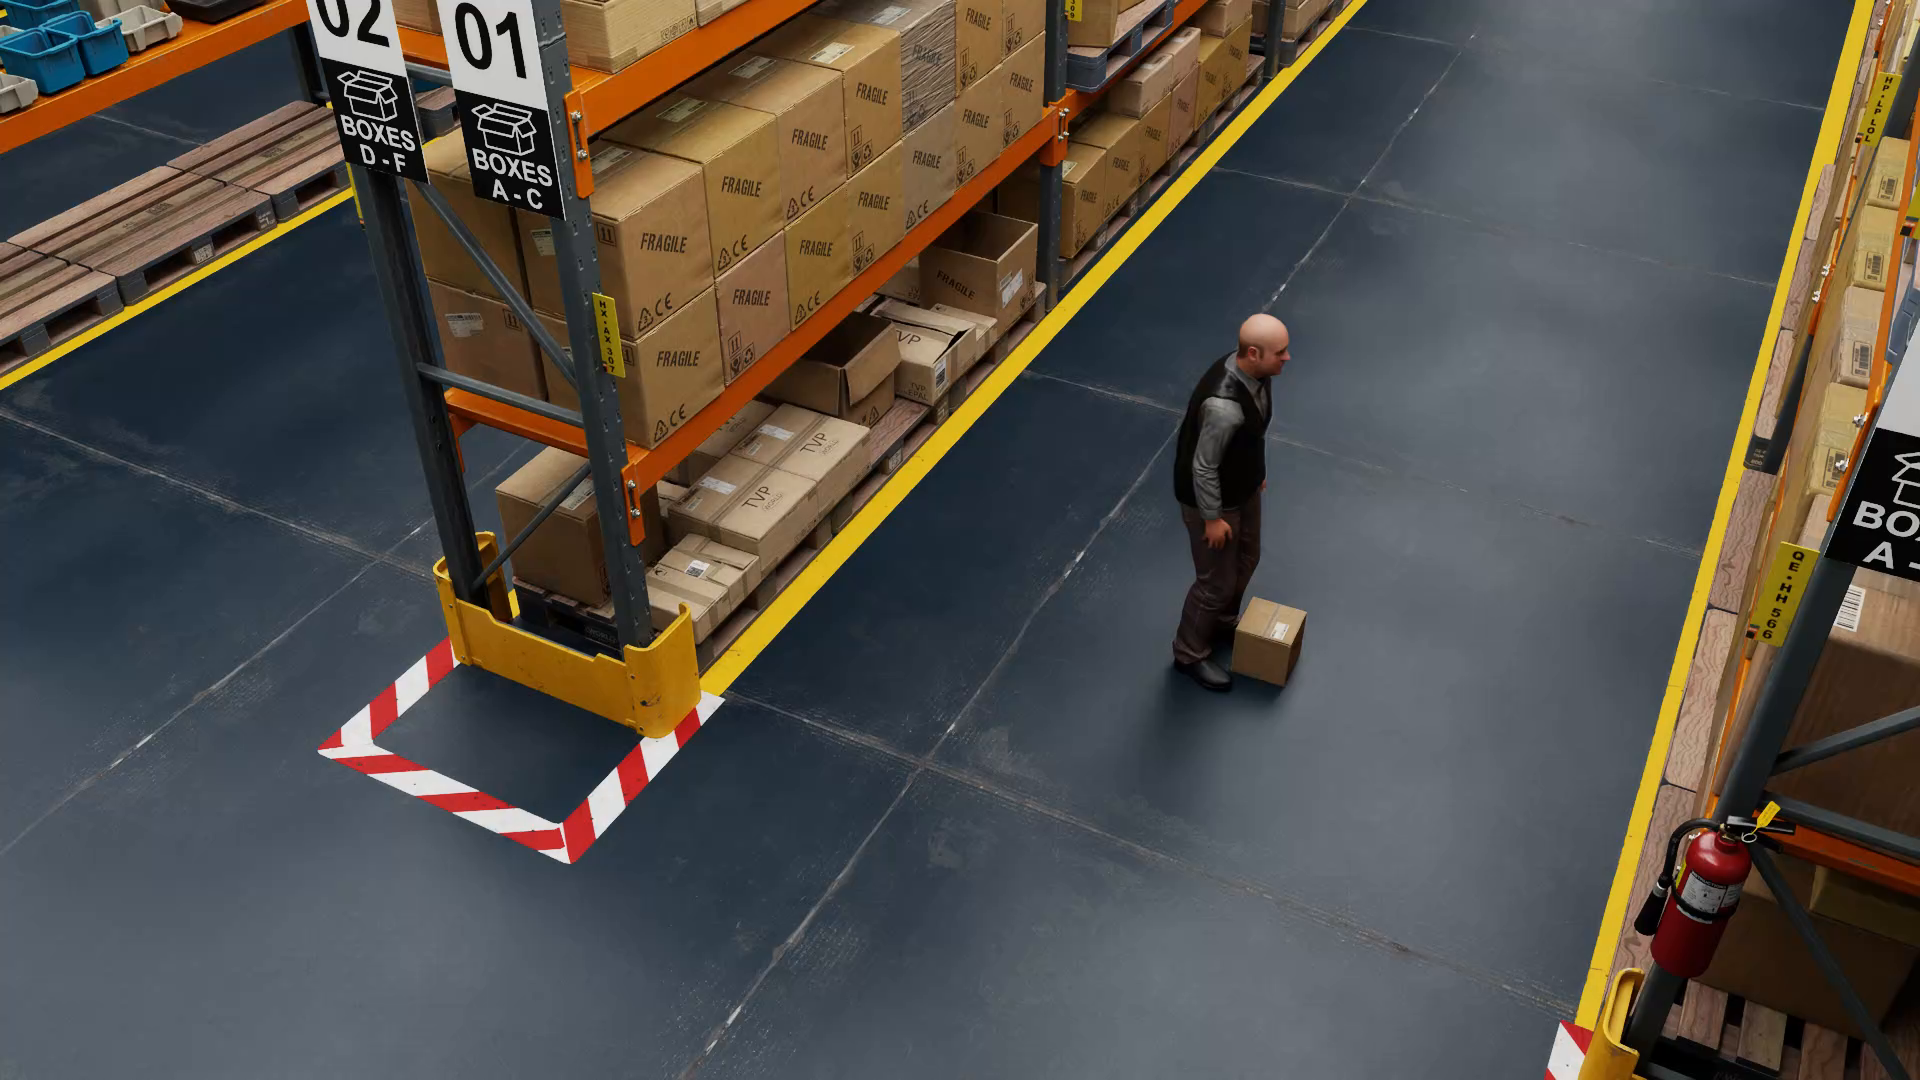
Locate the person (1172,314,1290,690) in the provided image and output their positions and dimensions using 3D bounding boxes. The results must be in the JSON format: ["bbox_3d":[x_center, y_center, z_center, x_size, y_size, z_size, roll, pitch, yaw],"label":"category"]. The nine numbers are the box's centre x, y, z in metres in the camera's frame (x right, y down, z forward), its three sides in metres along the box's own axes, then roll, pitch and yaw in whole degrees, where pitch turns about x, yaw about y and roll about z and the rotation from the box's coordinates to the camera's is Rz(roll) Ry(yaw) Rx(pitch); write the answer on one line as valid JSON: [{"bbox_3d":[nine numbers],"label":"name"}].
[{"bbox_3d":[1.134,-0.195,7.021,0.463,1.721,0.581,18,41,22],"label":"person"}]
